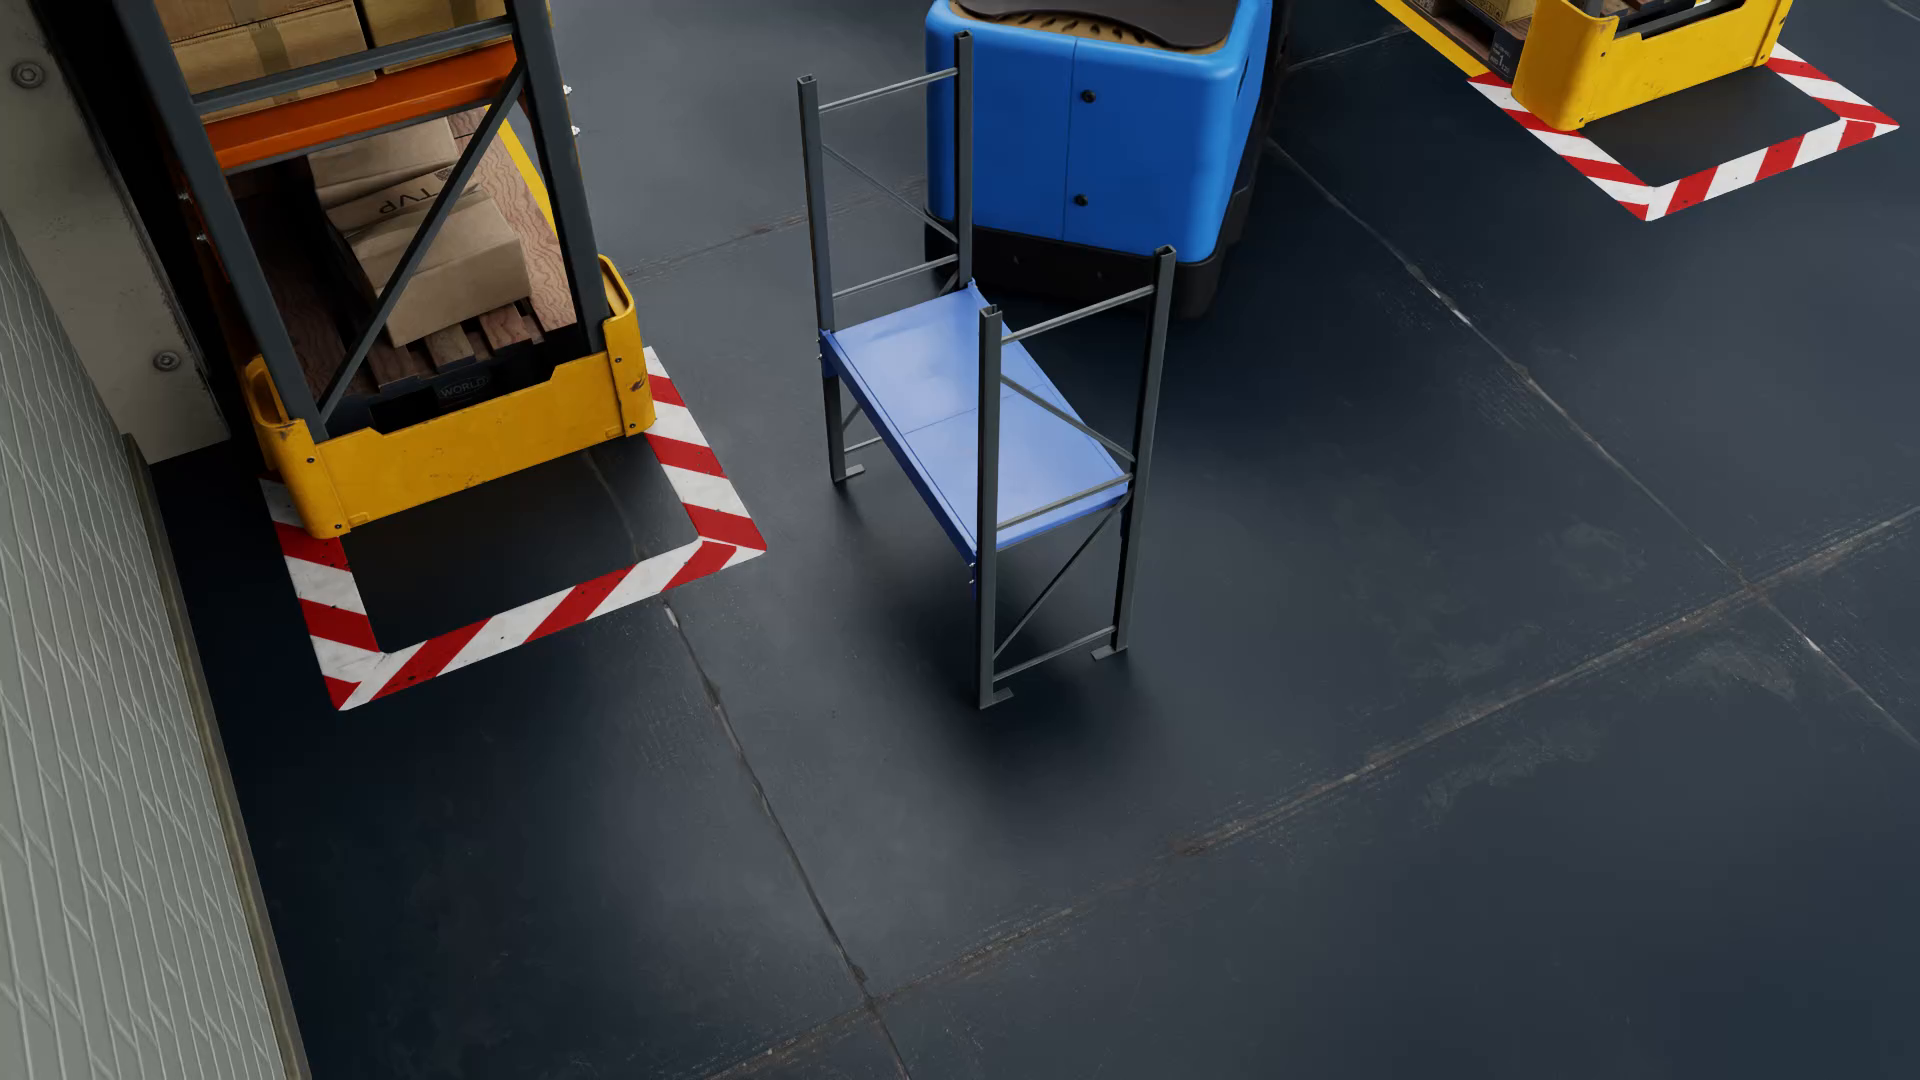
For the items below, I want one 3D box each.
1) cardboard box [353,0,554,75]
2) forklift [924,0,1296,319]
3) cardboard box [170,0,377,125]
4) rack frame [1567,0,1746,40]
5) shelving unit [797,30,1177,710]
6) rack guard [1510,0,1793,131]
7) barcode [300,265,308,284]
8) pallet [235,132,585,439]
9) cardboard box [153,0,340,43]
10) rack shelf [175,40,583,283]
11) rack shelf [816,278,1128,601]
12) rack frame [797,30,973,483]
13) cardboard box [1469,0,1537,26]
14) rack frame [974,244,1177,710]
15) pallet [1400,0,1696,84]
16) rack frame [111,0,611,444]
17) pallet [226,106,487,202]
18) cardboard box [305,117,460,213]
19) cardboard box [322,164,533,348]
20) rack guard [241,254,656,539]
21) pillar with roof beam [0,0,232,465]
[{"bbox_3d":[-1.508,-1.631,4.770,0.500,0.250,0.500,-23,53,-19],"label":"cardboard box"},{"bbox_3d":[0.771,-2.878,5.820,1.130,2.935,3.031,12,50,11],"label":"forklift"},{"bbox_3d":[-1.954,-1.441,4.604,0.500,0.250,0.500,-20,52,-17],"label":"cardboard box"},{"bbox_3d":[2.836,-2.946,5.834,1.000,3.000,0.127,-21,52,-18],"label":"rack frame"},{"bbox_3d":[0.039,-0.437,4.636,0.538,1.500,1.048,-21,52,-18],"label":"shelving unit"},{"bbox_3d":[2.847,-2.107,6.761,1.175,0.500,0.348,-21,52,-18],"label":"rack guard"},{"bbox_3d":[-2.168,-0.869,5.505,0.001,0.075,0.075,-21,52,-18],"label":"barcode"},{"bbox_3d":[-1.942,-0.926,5.920,1.003,0.211,1.213,-21,52,-18],"label":"pallet"},{"bbox_3d":[-1.972,-1.684,4.318,0.500,0.500,0.500,-22,52,-18],"label":"cardboard box"},{"bbox_3d":[-2.483,-2.339,5.781,1.077,0.370,4.000,-21,52,-18],"label":"rack shelf"},{"bbox_3d":[0.039,-0.318,4.771,0.538,0.185,1.000,-21,52,-18],"label":"rack shelf"},{"bbox_3d":[-0.194,-0.777,4.933,0.500,1.500,0.032,-21,52,-18],"label":"rack frame"},{"bbox_3d":[2.327,-2.437,6.936,0.500,0.250,0.500,-21,52,-18],"label":"cardboard box"},{"bbox_3d":[0.272,-0.096,4.338,0.500,1.500,0.032,-21,52,-18],"label":"rack frame"},{"bbox_3d":[2.448,-2.526,7.319,1.003,0.211,1.213,-21,52,-18],"label":"pallet"},{"bbox_3d":[-1.567,-1.238,4.340,1.000,3.000,0.127,-21,52,-18],"label":"rack frame"},{"bbox_3d":[-2.497,-1.742,6.633,1.003,0.211,1.213,-21,52,-18],"label":"pallet"},{"bbox_3d":[-2.065,-1.373,5.952,0.500,0.311,0.500,-17,51,-15],"label":"cardboard box"},{"bbox_3d":[-1.804,-0.991,5.618,0.500,0.311,0.500,-27,54,-21],"label":"cardboard box"},{"bbox_3d":[-1.602,-0.466,5.325,1.175,0.500,0.348,-21,52,-18],"label":"rack guard"},{"bbox_3d":[1.171,-4.866,3.528,9.100,9.000,0.400,-21,52,-18],"label":"pillar with roof beam"}]
